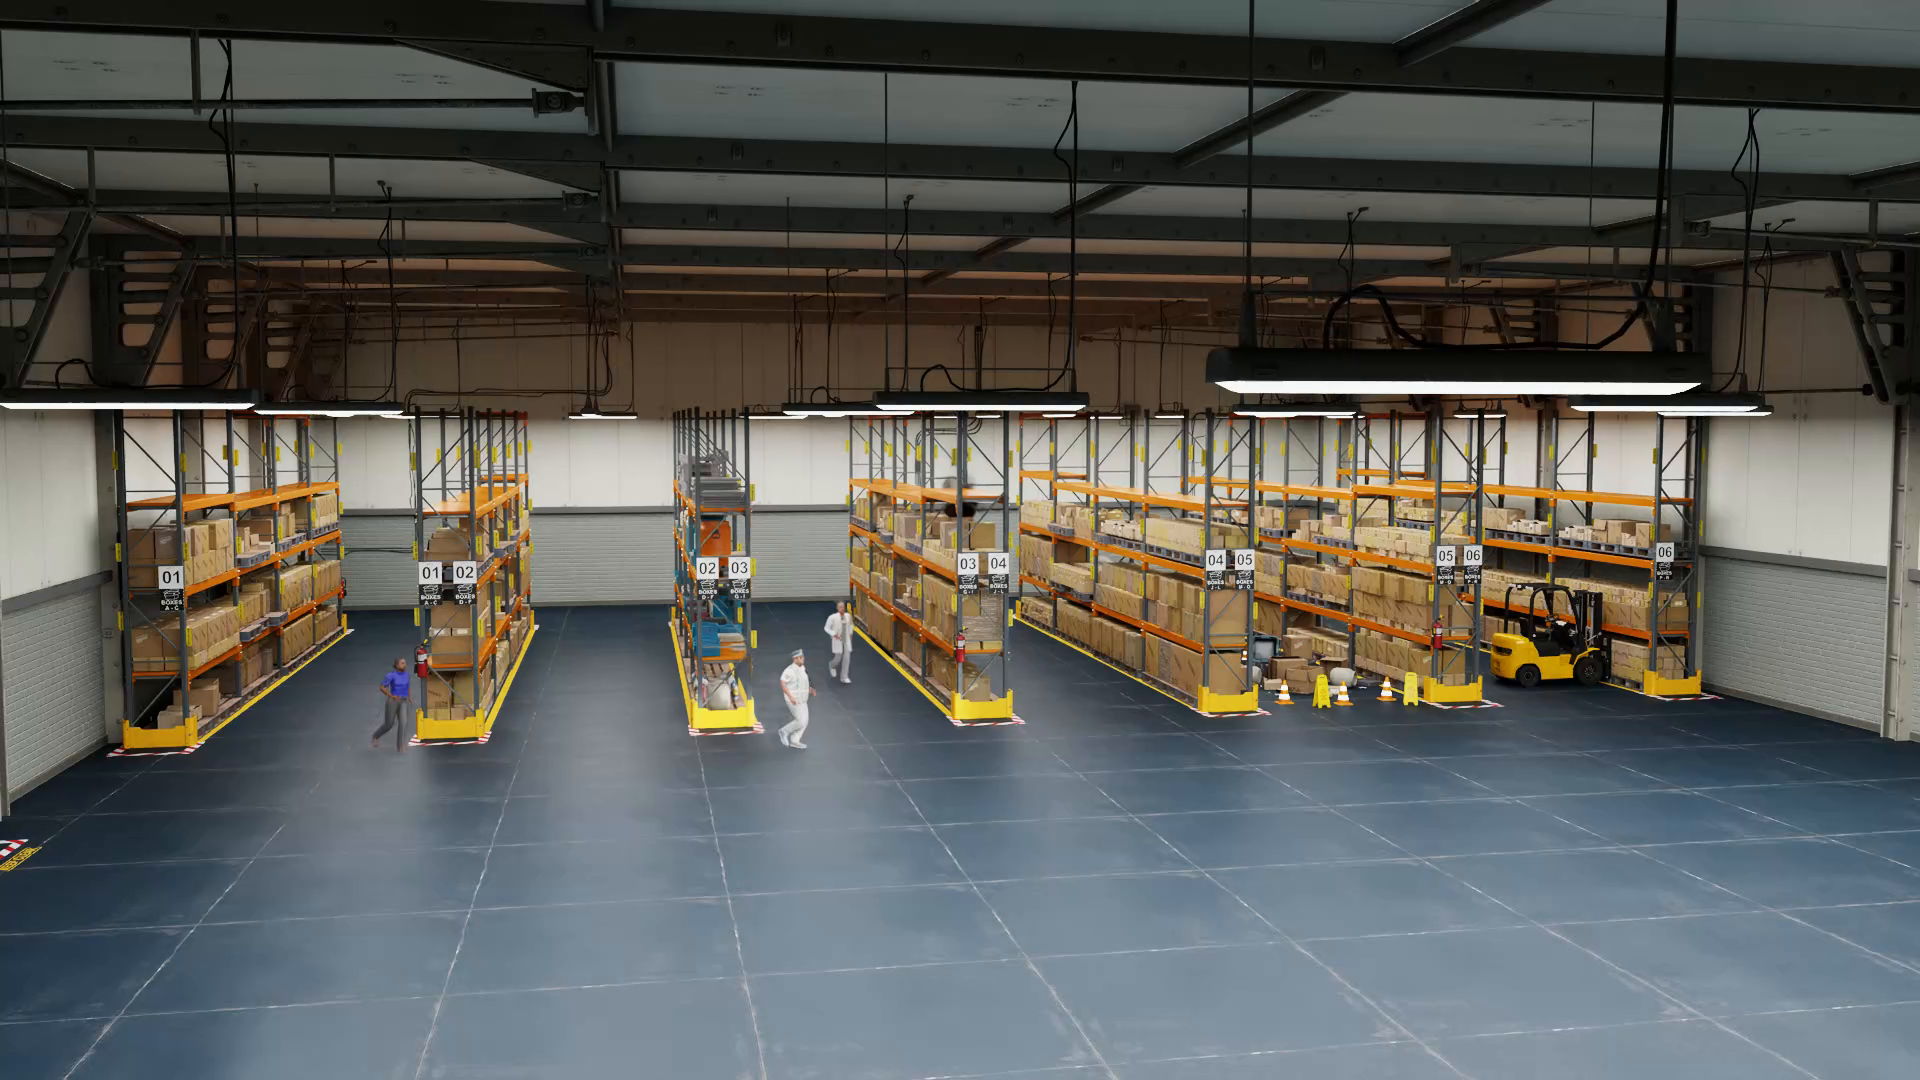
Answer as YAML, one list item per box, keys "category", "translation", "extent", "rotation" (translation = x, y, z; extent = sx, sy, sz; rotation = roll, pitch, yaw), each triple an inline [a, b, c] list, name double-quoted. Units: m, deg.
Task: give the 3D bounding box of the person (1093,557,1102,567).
- category: "person"
  translation: [4.034, 1.369, 48.581]
  extent: [0.700, 1.807, 0.871]
  rotation: [-2, 4, -21]

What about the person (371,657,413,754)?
- category: "person"
  translation: [-9.776, 2.849, 28.907]
  extent: [0.747, 1.611, 0.643]
  rotation: [3, 5, 38]

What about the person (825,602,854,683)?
- category: "person"
  translation: [-2.618, 2.236, 36.527]
  extent: [0.720, 1.750, 0.921]
  rotation: [-2, 5, -27]

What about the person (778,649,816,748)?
- category: "person"
  translation: [-2.850, 2.782, 29.195]
  extent: [0.580, 1.746, 0.678]
  rotation: [1, 4, 20]
